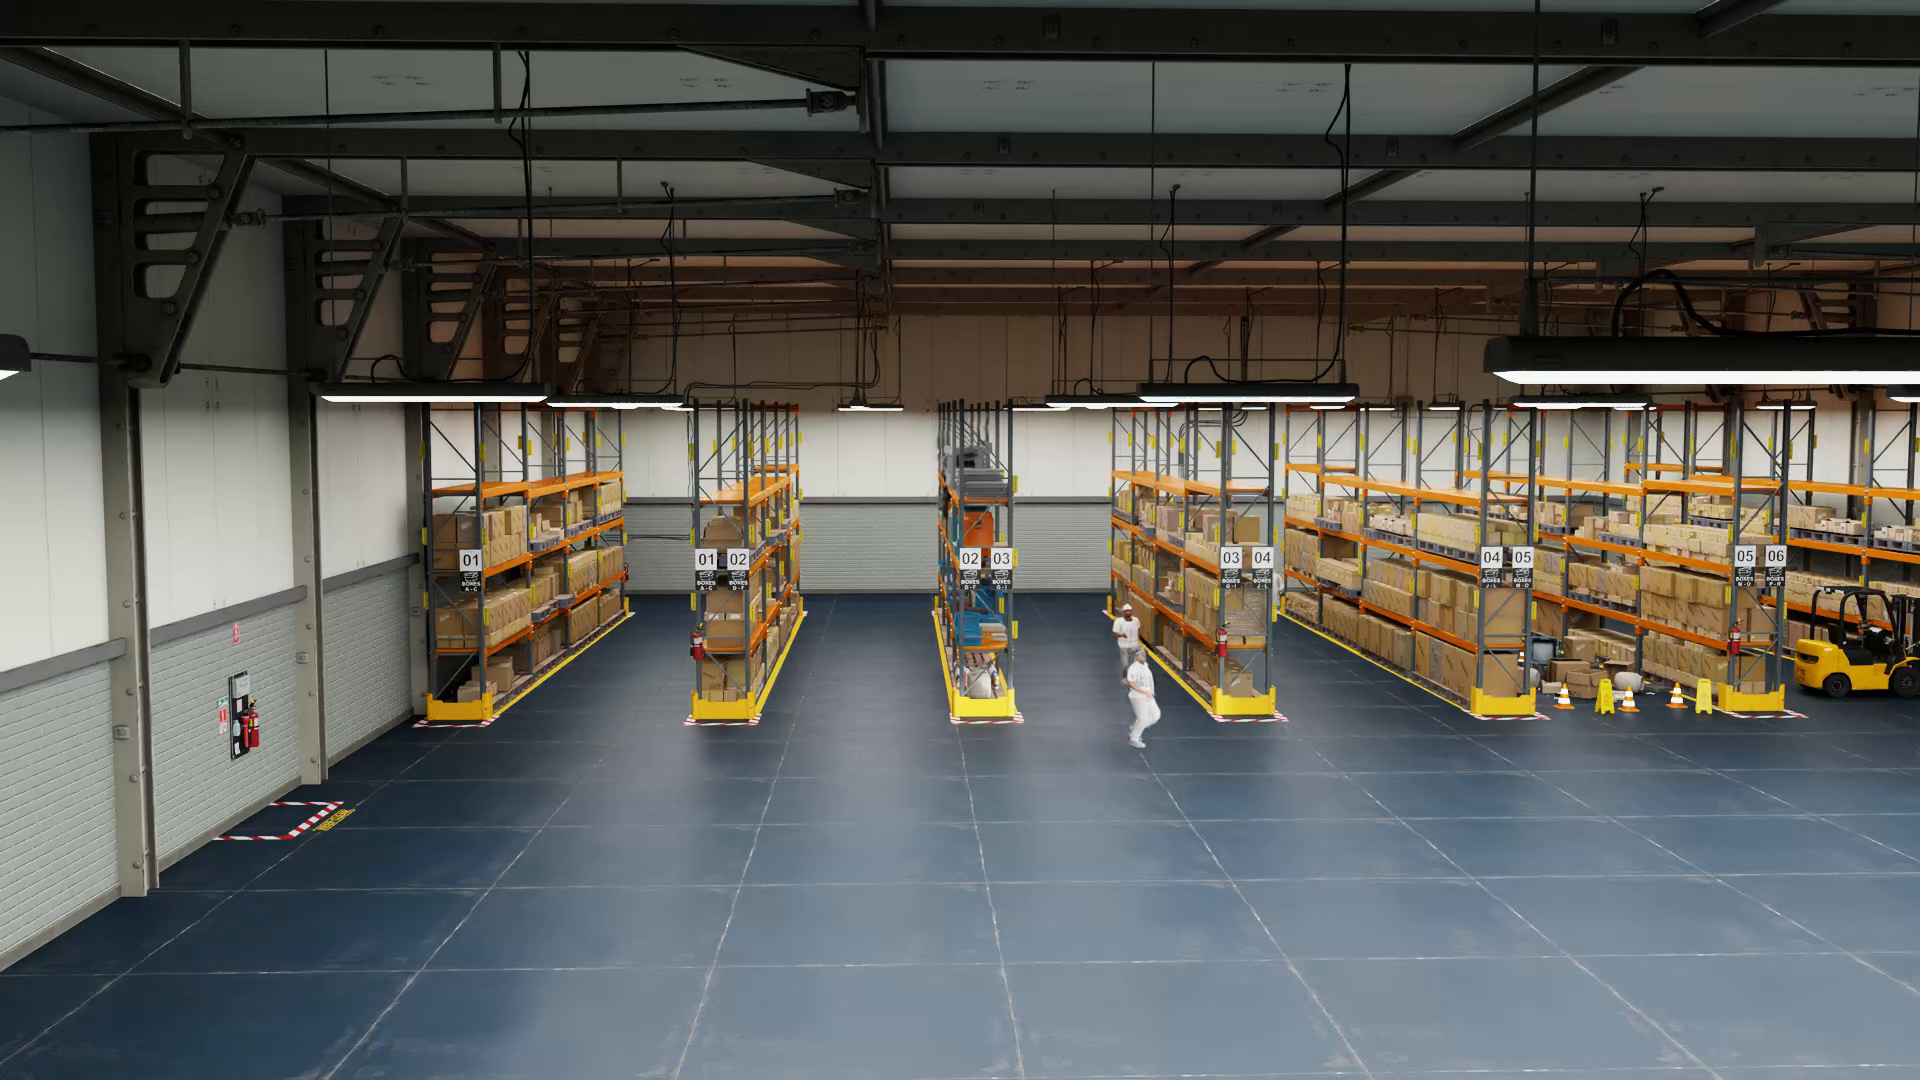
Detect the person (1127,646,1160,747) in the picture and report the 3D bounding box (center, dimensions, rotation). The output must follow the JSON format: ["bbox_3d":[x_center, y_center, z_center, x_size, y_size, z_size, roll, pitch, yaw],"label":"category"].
[{"bbox_3d":[3.158,2.684,28.596,0.521,1.747,0.673,3,5,34],"label":"person"}]

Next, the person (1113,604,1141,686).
[{"bbox_3d":[3.491,2.228,34.494,0.671,1.806,0.735,-1,4,-11],"label":"person"}]

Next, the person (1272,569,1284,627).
[{"bbox_3d":[8.204,1.524,43.941,0.707,1.762,0.683,0,4,5],"label":"person"}]
